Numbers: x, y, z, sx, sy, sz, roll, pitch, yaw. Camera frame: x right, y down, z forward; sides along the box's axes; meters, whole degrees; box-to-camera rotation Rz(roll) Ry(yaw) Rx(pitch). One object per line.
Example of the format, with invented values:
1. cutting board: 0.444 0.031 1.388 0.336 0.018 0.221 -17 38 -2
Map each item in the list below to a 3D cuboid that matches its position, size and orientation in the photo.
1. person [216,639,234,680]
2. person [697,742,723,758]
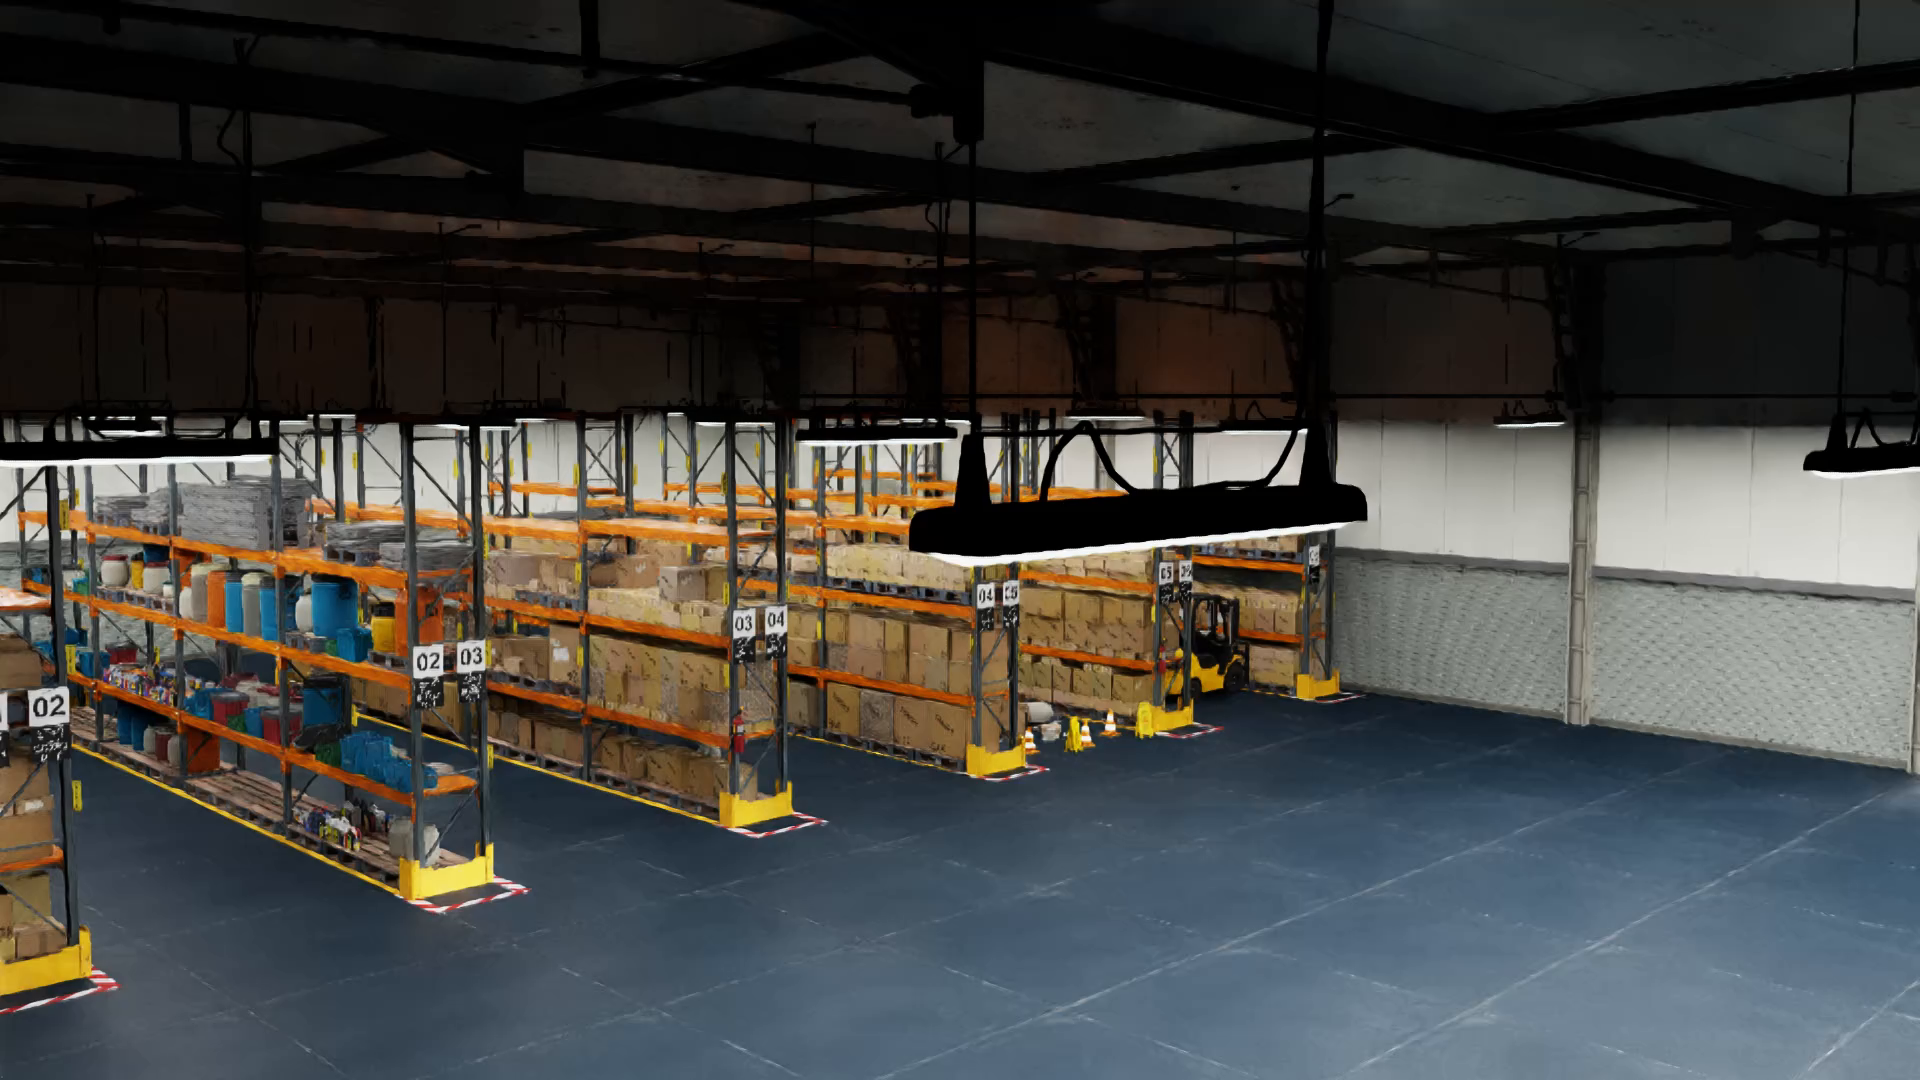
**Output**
1. person: -16.033 2.360 36.414 0.444 1.585 0.990 -3 6 -35
2. person: -4.141 3.031 28.039 1.193 1.700 0.588 5 7 43
